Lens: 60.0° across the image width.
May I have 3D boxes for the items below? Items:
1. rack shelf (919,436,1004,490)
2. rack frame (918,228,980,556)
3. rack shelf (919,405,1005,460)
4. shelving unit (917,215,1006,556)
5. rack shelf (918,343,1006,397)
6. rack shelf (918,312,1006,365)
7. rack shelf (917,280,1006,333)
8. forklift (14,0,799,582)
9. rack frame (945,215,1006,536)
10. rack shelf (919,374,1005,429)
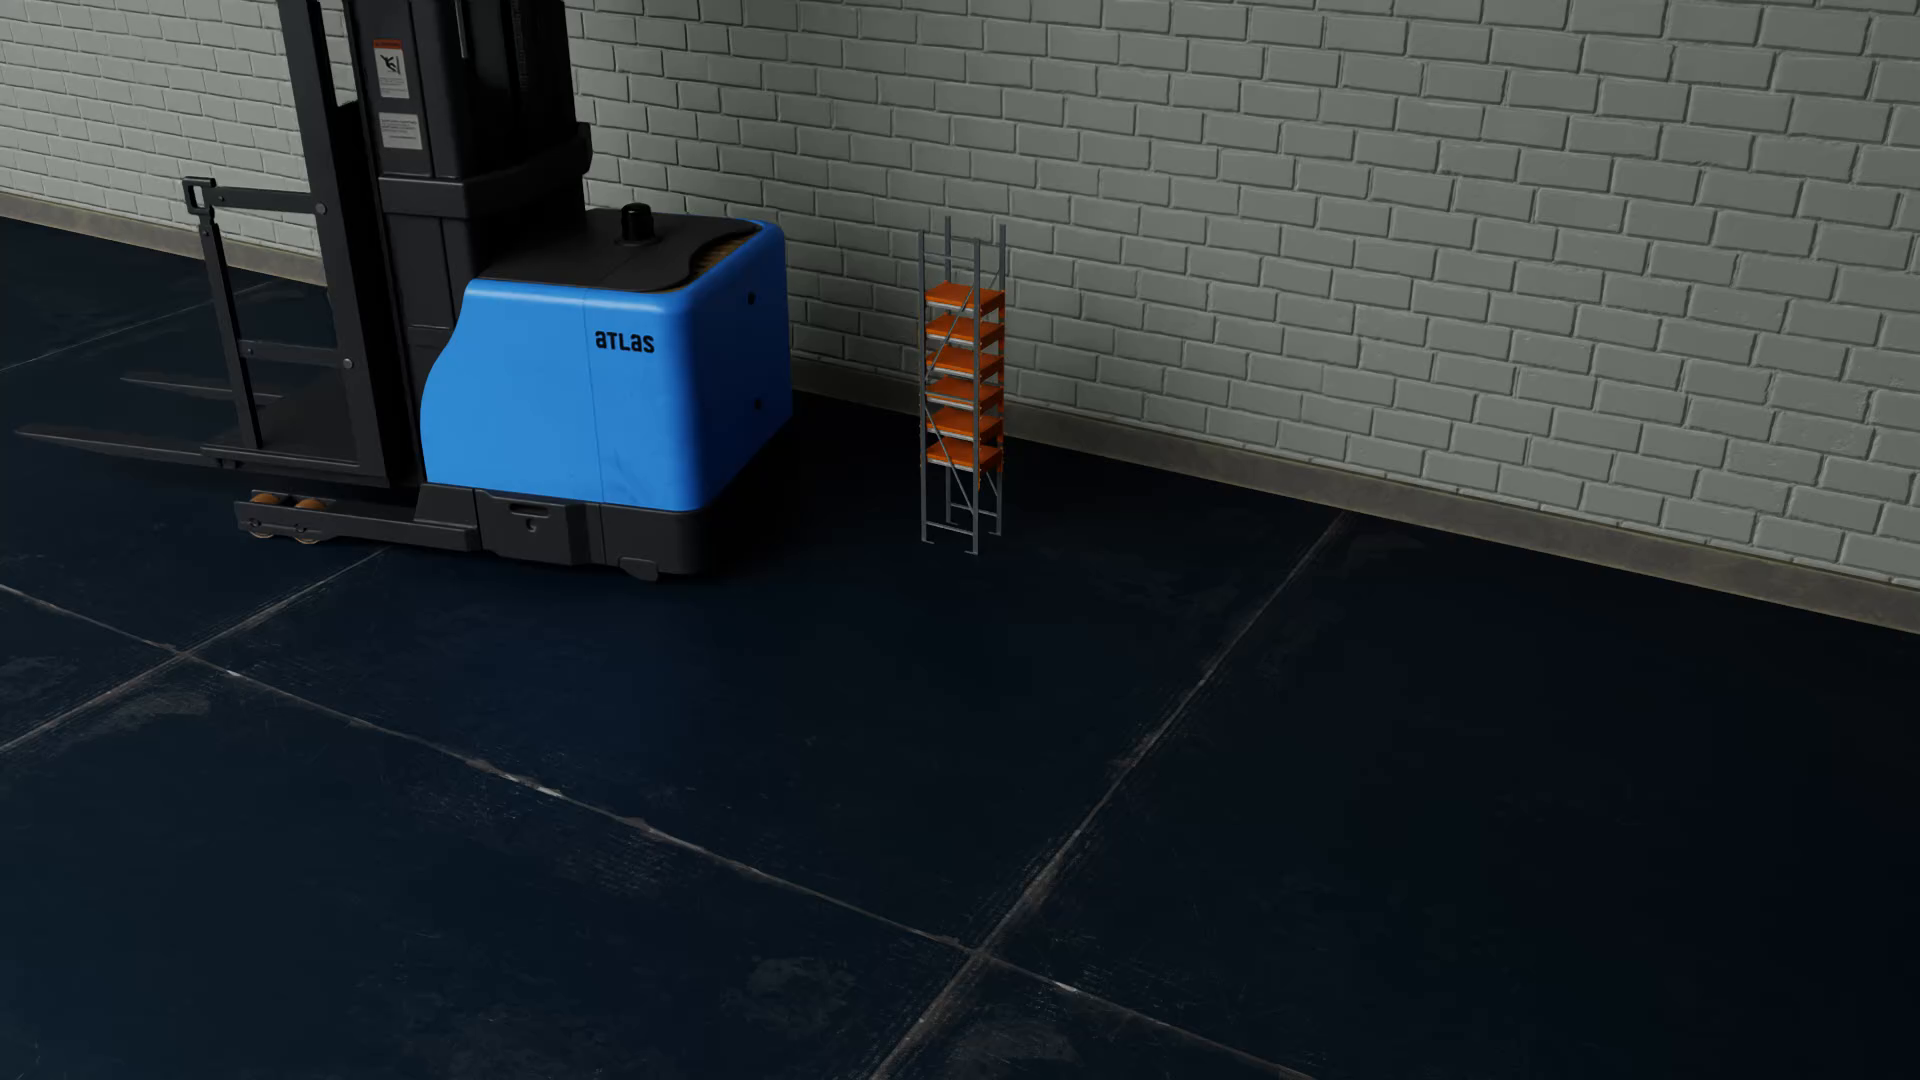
[{"bbox_3d":[0.007,-0.288,6.120,0.258,0.103,0.180,14,30,26],"label":"rack shelf"},{"bbox_3d":[-0.038,-0.507,5.921,0.240,1.200,0.006,14,30,26],"label":"rack frame"},{"bbox_3d":[0.007,-0.395,6.066,0.258,0.103,0.180,14,30,26],"label":"rack shelf"},{"bbox_3d":[0.007,-0.542,5.993,0.258,1.200,0.189,14,30,26],"label":"shelving unit"},{"bbox_3d":[0.007,-0.610,5.959,0.258,0.103,0.180,14,30,26],"label":"rack shelf"},{"bbox_3d":[0.007,-0.717,5.905,0.258,0.103,0.180,14,30,26],"label":"rack shelf"},{"bbox_3d":[0.007,-0.824,5.851,0.258,0.103,0.180,14,30,26],"label":"rack shelf"},{"bbox_3d":[-2.218,-1.513,5.999,3.031,2.935,1.130,7,27,13],"label":"forklift"},{"bbox_3d":[0.052,-0.578,6.064,0.240,1.200,0.006,14,30,26],"label":"rack frame"},{"bbox_3d":[0.007,-0.502,6.013,0.258,0.103,0.180,14,30,26],"label":"rack shelf"}]
